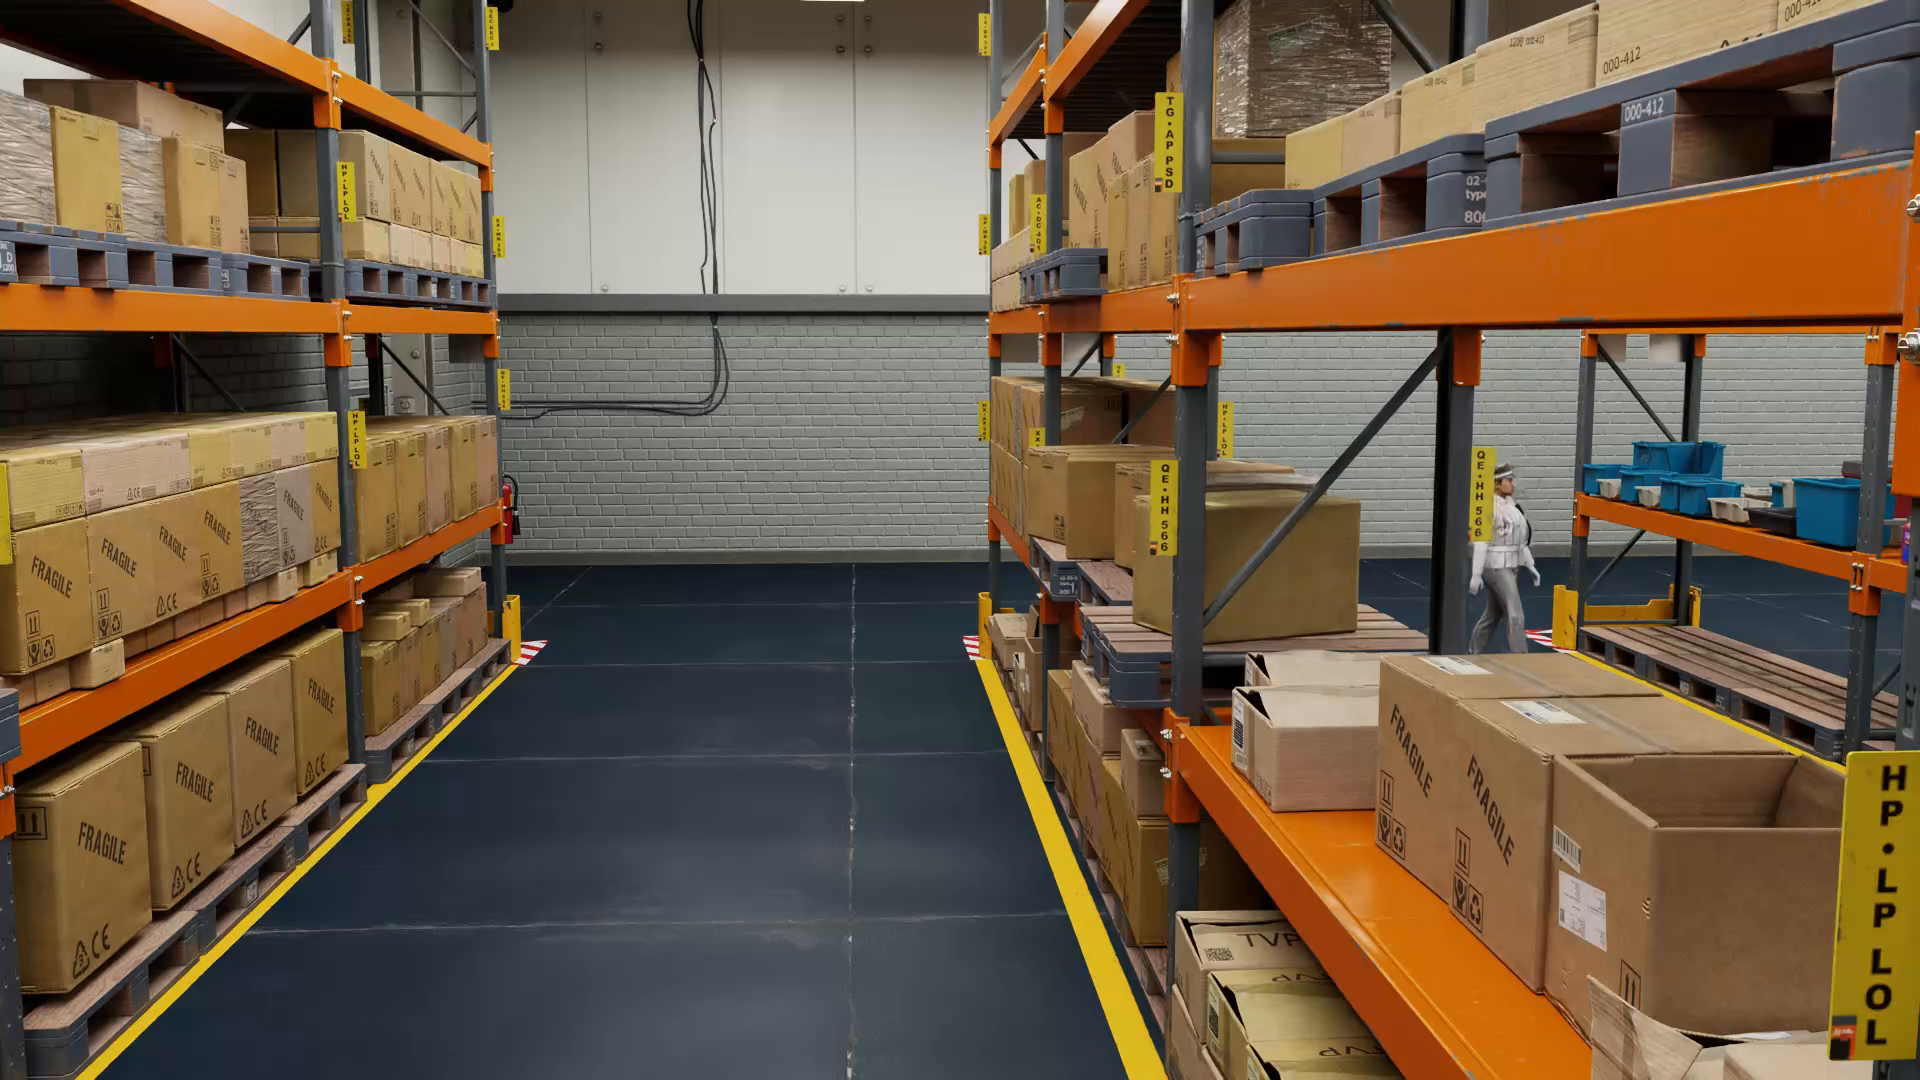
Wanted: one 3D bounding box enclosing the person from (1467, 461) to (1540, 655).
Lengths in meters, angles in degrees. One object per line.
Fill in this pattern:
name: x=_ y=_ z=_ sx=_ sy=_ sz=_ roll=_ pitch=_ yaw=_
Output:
person: x=4.195 y=0.250 z=12.612 sx=0.770 sy=1.702 sz=0.518 roll=6 pitch=9 yaw=41
